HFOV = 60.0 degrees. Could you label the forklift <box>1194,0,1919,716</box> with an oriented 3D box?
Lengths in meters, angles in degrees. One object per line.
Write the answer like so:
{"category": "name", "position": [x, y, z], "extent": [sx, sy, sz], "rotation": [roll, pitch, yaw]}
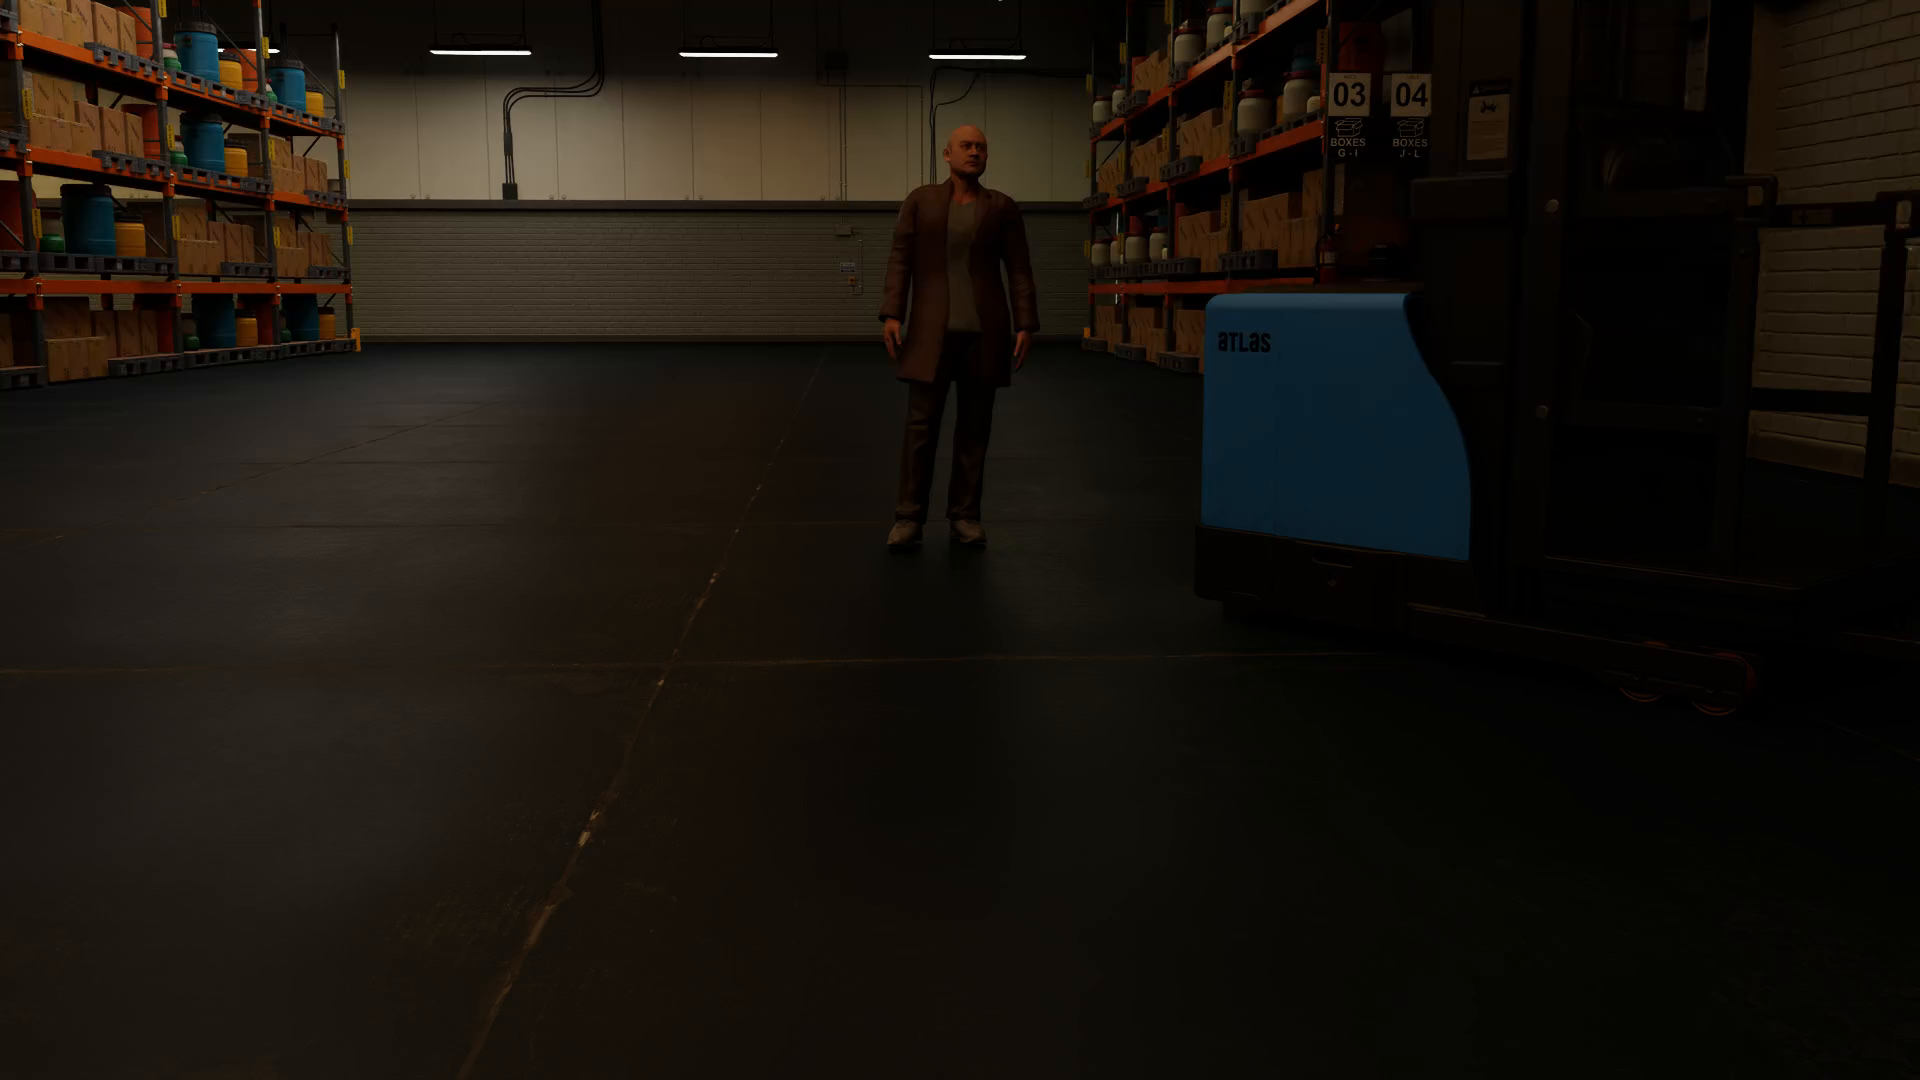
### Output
{"category": "forklift", "position": [2.144, -1.081, 4.612], "extent": [1.130, 2.935, 3.031], "rotation": [-7, 11, -41]}

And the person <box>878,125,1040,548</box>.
{"category": "person", "position": [0.002, -0.873, 7.087], "extent": [0.696, 1.778, 0.579], "rotation": [-1, 8, -4]}
